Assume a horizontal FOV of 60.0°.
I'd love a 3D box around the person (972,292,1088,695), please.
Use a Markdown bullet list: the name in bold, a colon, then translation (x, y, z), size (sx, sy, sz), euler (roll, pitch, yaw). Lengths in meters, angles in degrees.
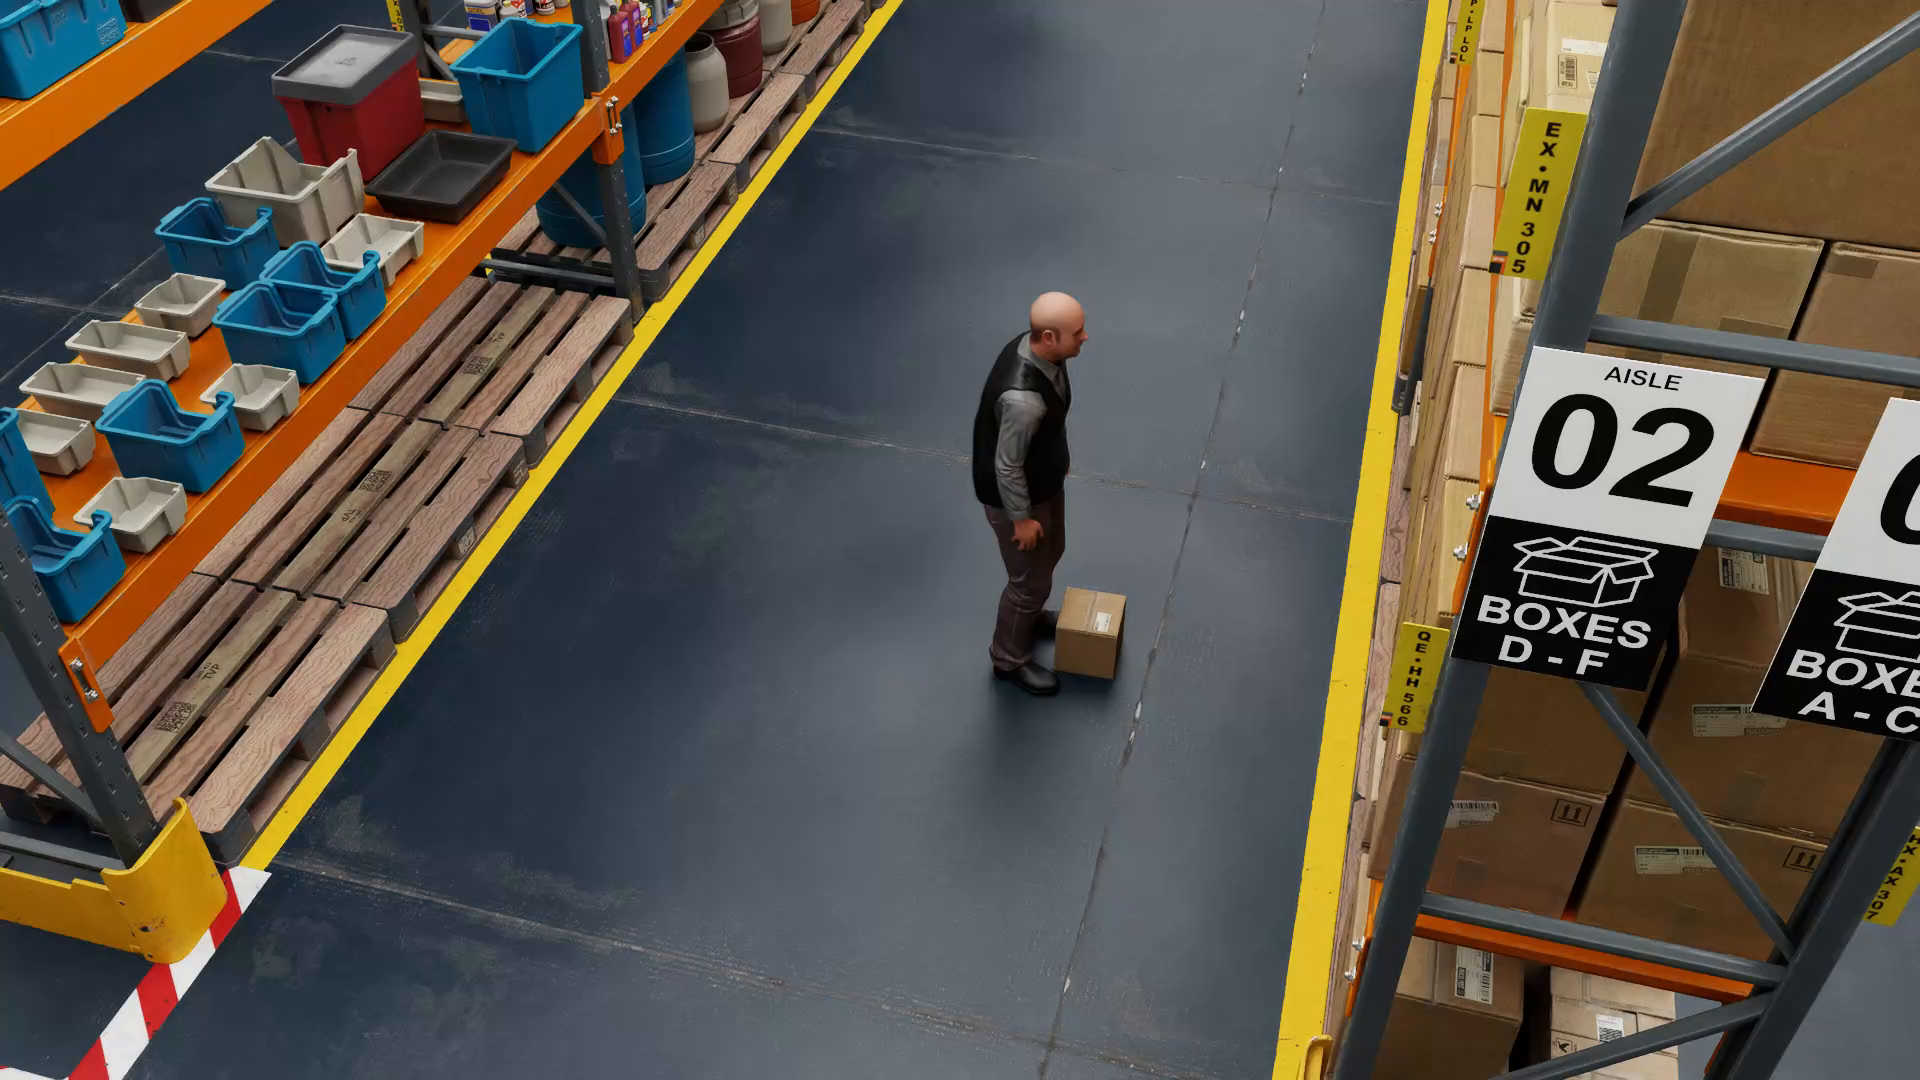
- **person**: translation (0.262, -0.210, 6.420), size (0.419, 1.721, 0.580), euler (10, 42, 12)
